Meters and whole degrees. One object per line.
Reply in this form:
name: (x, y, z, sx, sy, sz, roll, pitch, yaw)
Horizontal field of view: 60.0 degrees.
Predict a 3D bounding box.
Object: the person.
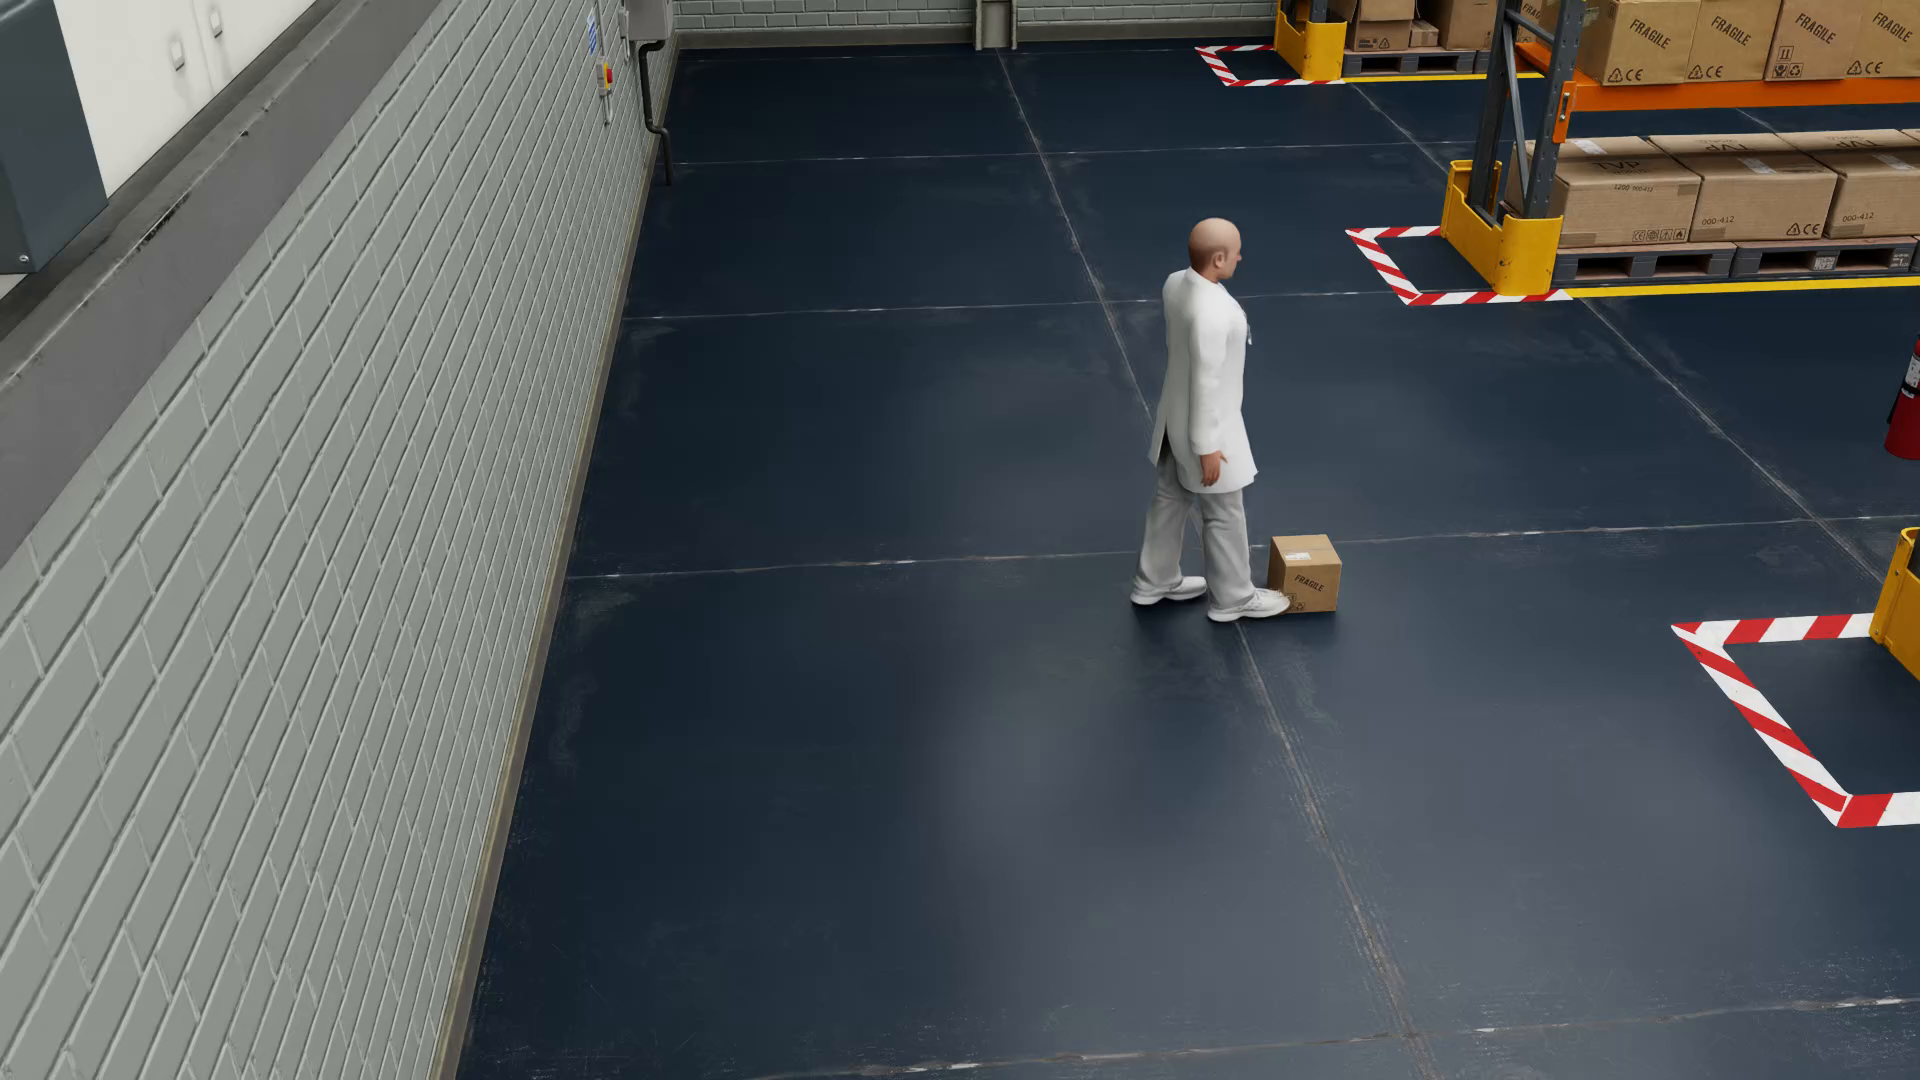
person: (1.089, -0.500, 6.970, 0.666, 1.776, 0.615, -7, 31, -12)
